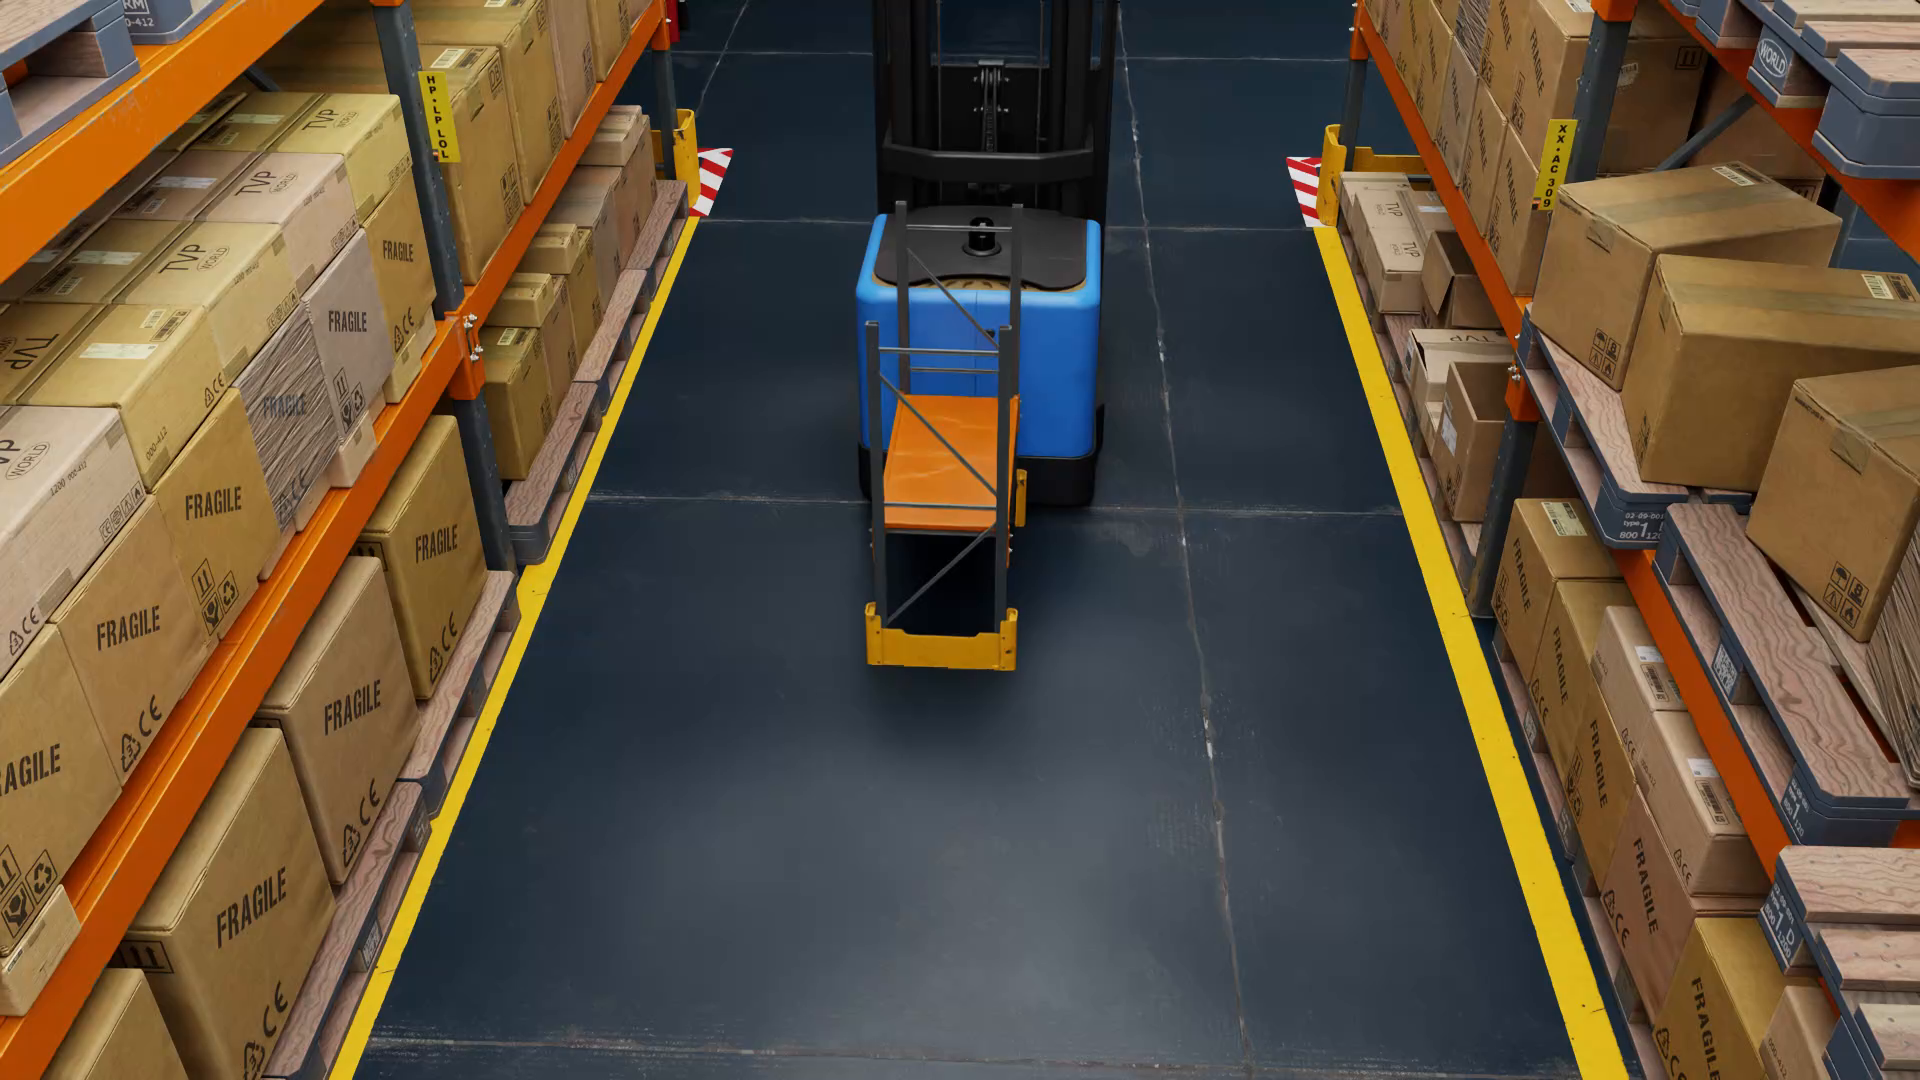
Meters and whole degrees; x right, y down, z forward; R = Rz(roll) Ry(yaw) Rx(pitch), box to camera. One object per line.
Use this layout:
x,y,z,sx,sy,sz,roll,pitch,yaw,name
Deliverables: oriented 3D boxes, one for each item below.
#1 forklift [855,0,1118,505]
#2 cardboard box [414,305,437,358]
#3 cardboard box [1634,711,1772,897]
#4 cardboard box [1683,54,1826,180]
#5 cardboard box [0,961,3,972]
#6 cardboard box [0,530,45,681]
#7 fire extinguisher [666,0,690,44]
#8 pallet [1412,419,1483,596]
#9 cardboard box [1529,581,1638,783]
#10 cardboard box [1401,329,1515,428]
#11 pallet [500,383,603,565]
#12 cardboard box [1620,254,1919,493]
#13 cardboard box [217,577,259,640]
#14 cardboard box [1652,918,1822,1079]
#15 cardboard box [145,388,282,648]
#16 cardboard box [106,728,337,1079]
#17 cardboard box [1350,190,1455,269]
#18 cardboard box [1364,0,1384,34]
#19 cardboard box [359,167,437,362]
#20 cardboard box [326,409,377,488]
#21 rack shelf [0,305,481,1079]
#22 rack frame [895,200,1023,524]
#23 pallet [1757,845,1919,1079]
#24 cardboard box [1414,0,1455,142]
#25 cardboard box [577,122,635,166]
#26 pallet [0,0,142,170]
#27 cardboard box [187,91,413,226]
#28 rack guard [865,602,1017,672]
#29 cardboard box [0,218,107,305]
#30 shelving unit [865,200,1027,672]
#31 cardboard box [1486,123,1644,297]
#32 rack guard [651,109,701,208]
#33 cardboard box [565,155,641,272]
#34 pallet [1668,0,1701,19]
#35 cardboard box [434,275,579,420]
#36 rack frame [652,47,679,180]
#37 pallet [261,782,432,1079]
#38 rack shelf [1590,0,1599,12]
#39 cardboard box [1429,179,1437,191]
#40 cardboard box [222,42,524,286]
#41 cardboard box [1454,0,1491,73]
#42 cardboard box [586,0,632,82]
0.170,-2.180,7.803,1.130,2.935,3.031,2,35,3,forklift
-2.091,-0.743,5.900,0.380,0.149,0.250,2,35,2,cardboard box
2.267,0.745,4.721,0.500,0.250,0.500,1,35,1,cardboard box
2.890,-1.640,6.019,0.500,0.500,0.500,2,35,3,cardboard box
-2.246,0.816,3.118,0.500,0.500,0.500,2,35,3,cardboard box
-2.224,0.218,3.315,0.500,0.250,0.500,1,35,1,cardboard box
-1.733,-3.228,9.626,0.296,0.674,0.183,1,35,2,fire extinguisher
2.618,-0.180,7.322,1.003,0.211,1.213,1,35,2,pallet
2.316,0.496,5.728,0.500,0.500,0.500,2,35,3,cardboard box
2.359,-0.771,7.694,0.500,0.311,0.500,1,35,2,cardboard box
-2.252,-0.333,7.540,1.003,0.211,1.213,1,35,2,pallet
2.383,-0.475,4.865,0.700,0.500,0.500,7,36,9,cardboard box
-2.208,0.138,4.646,0.380,0.149,0.250,2,35,3,cardboard box
2.253,1.375,4.477,0.500,0.500,0.500,0,35,0,cardboard box
-2.181,-0.069,4.377,0.500,0.500,0.500,2,35,3,cardboard box
-2.319,1.045,4.659,0.750,0.750,0.750,1,35,2,cardboard box
2.425,-1.686,9.049,0.500,0.250,0.500,1,35,2,cardboard box
2.469,-3.016,8.846,0.500,0.500,0.500,2,35,3,cardboard box
-2.127,-0.938,5.613,0.500,0.500,0.500,1,35,1,cardboard box
-2.085,-0.297,5.264,0.380,0.149,0.250,1,35,2,cardboard box
-2.441,0.405,4.691,1.077,0.370,4.000,1,35,2,rack shelf
-0.004,-0.704,6.947,0.500,1.500,0.032,2,35,3,rack frame
2.386,1.059,3.301,1.213,0.211,1.003,1,35,2,pallet
2.409,-2.144,7.606,0.500,0.500,0.500,2,35,3,cardboard box
-1.960,-2.122,8.905,0.380,0.149,0.250,2,35,3,cardboard box
-2.506,-0.904,3.483,1.003,0.211,1.213,3,35,4,pallet
-2.124,-1.242,5.393,0.500,0.250,0.500,2,35,3,cardboard box
-0.072,0.380,6.493,0.587,0.250,0.087,2,35,3,rack guard
-2.669,-0.669,4.578,0.500,0.250,0.500,0,35,0,cardboard box
-0.038,-0.417,6.540,0.587,1.500,1.083,2,35,3,shelving unit
2.353,-1.260,6.347,0.500,0.500,0.500,2,35,3,cardboard box
-2.199,-2.328,10.127,1.175,0.500,0.348,1,35,2,rack guard
-2.148,-1.794,9.002,0.700,0.500,0.500,1,35,2,cardboard box
2.493,-1.703,4.620,1.213,0.211,1.003,1,35,2,pallet
-2.204,-0.903,7.735,0.700,0.500,0.500,1,35,1,cardboard box
-2.200,-3.337,9.389,1.000,3.000,0.127,1,35,2,rack frame
-2.362,1.250,5.287,1.003,0.211,1.213,1,35,2,pallet
2.670,-3.008,6.938,1.077,0.370,4.000,1,35,2,rack shelf
2.974,-2.064,9.369,0.500,0.500,0.500,1,35,2,cardboard box
-2.322,-1.472,6.476,0.980,0.700,0.700,2,35,3,cardboard box
2.389,-2.257,6.896,0.500,0.500,0.500,2,35,2,cardboard box
-2.228,-2.748,8.290,0.980,0.700,0.700,1,35,2,cardboard box
